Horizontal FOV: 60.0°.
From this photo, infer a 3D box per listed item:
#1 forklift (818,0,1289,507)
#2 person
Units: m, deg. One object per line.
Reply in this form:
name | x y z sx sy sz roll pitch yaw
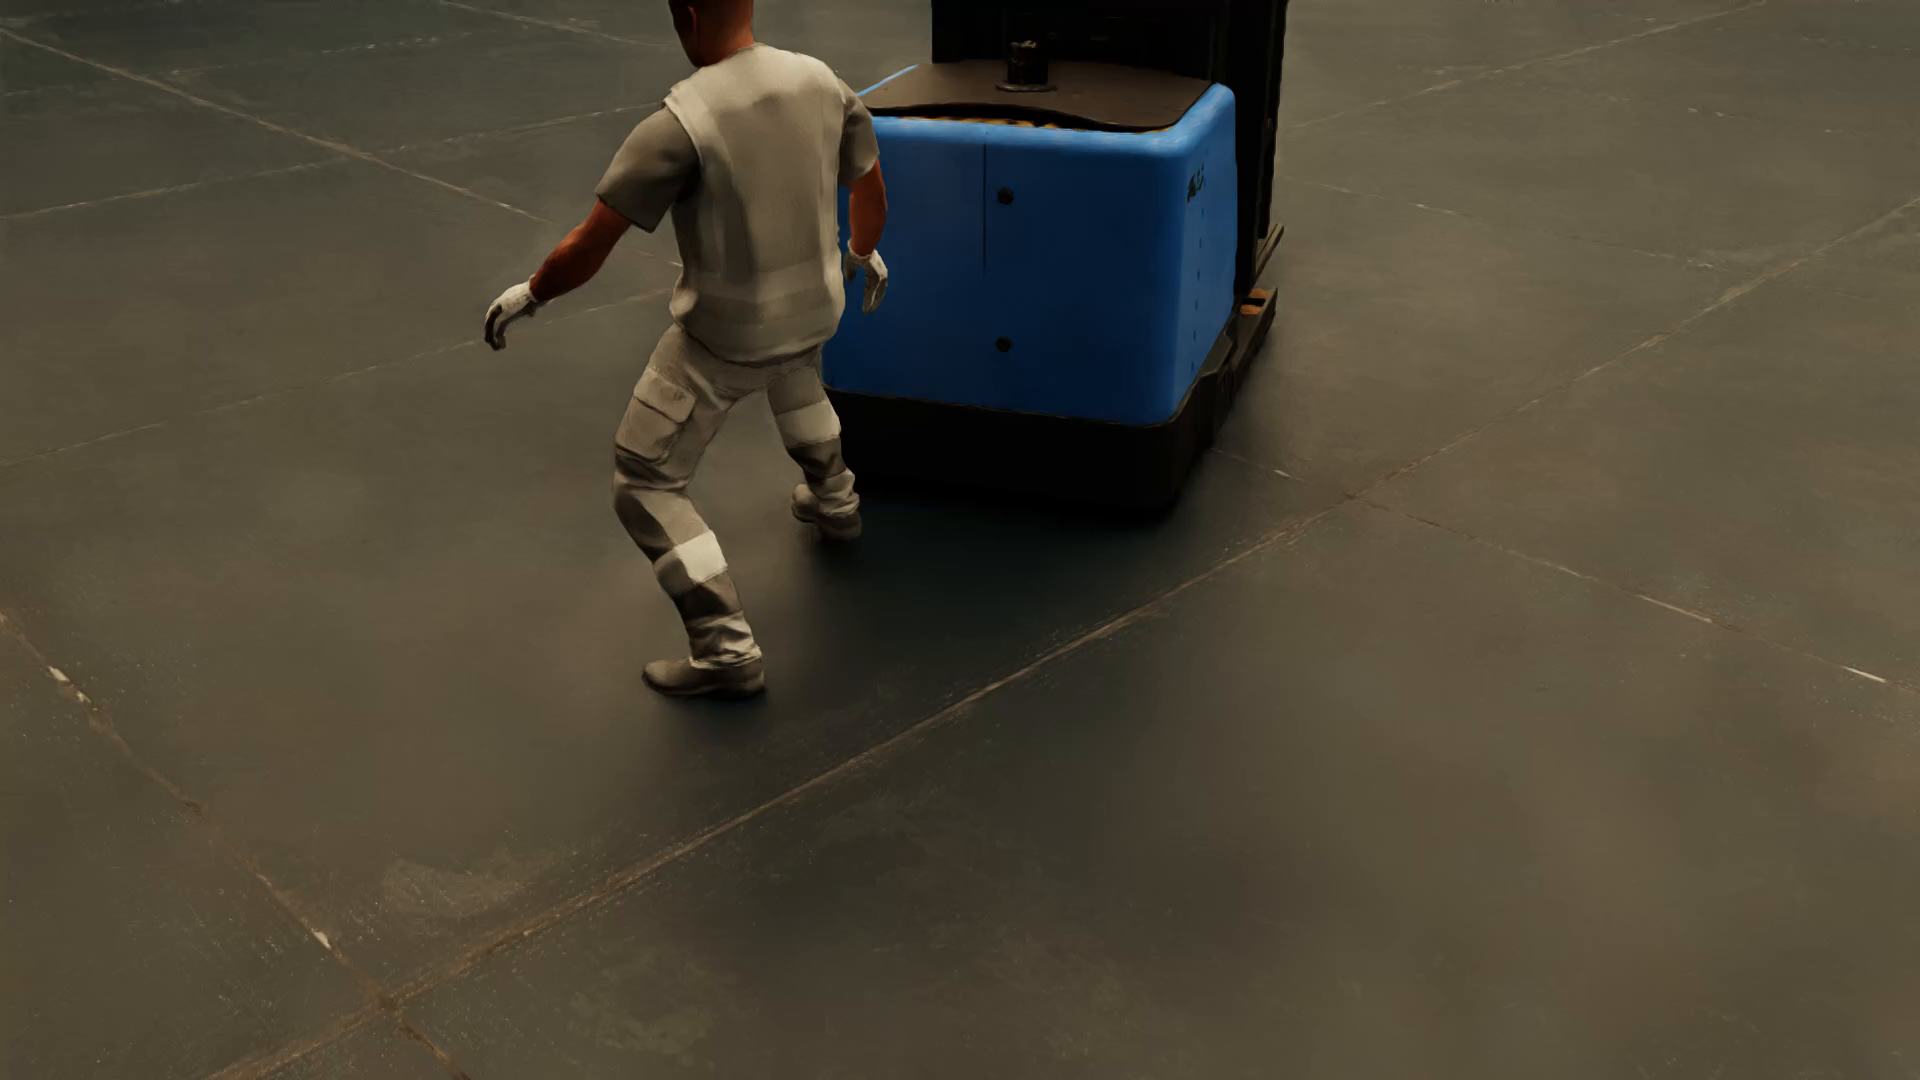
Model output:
forklift | 0.527 -2.033 5.359 1.130 2.935 3.031 8 27 16
person | -0.532 -0.540 3.816 0.996 1.643 0.703 -20 33 -35
